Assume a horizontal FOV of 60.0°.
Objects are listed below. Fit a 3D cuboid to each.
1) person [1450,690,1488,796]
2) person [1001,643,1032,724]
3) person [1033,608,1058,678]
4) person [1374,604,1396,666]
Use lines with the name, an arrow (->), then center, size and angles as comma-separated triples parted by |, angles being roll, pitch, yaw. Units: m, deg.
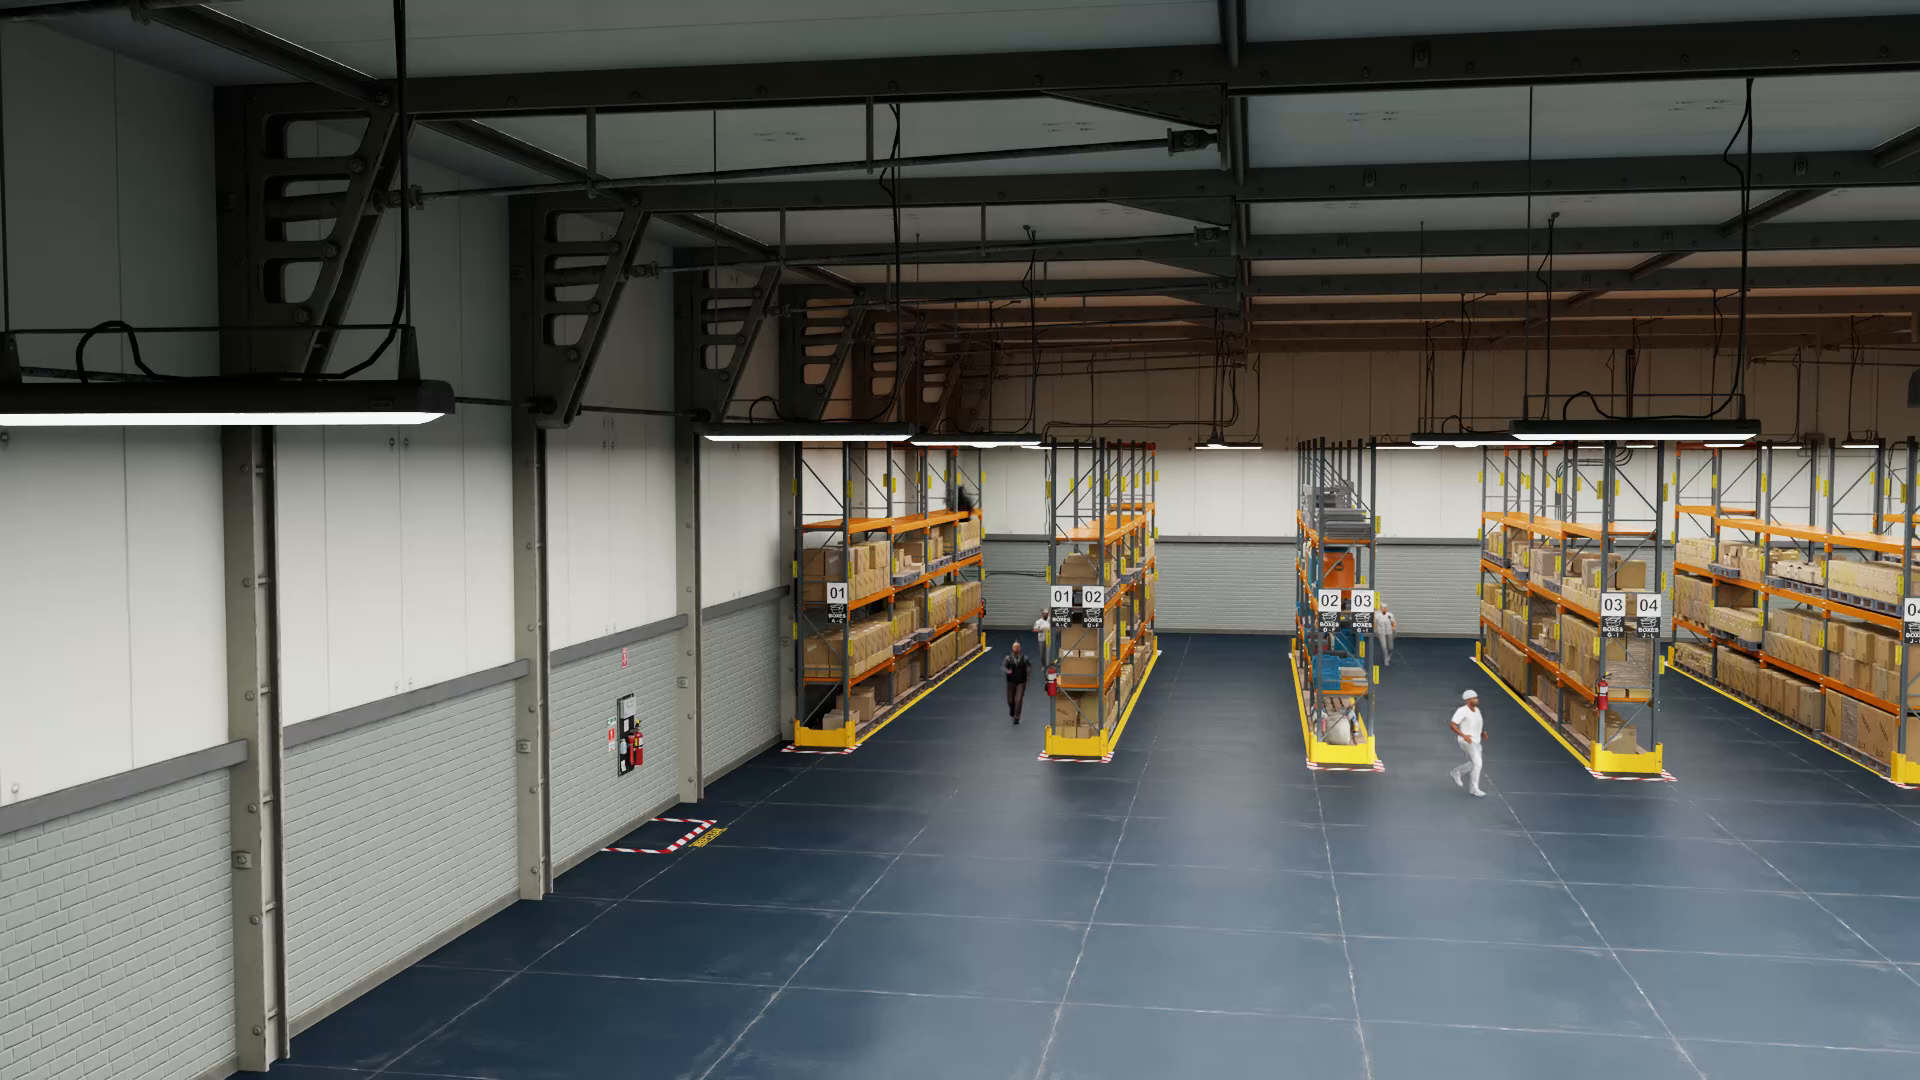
person -> 8.496, 3.379, 27.853 | 0.708, 1.744, 0.714 | -3, 4, -44
person -> 1.195, 3.010, 35.138 | 0.665, 1.693, 0.775 | 0, 3, 4
person -> 2.132, 2.548, 41.587 | 0.595, 1.725, 0.870 | 0, 3, 7
person -> 11.466, 2.542, 44.910 | 0.613, 1.650, 0.738 | 0, 3, 5
